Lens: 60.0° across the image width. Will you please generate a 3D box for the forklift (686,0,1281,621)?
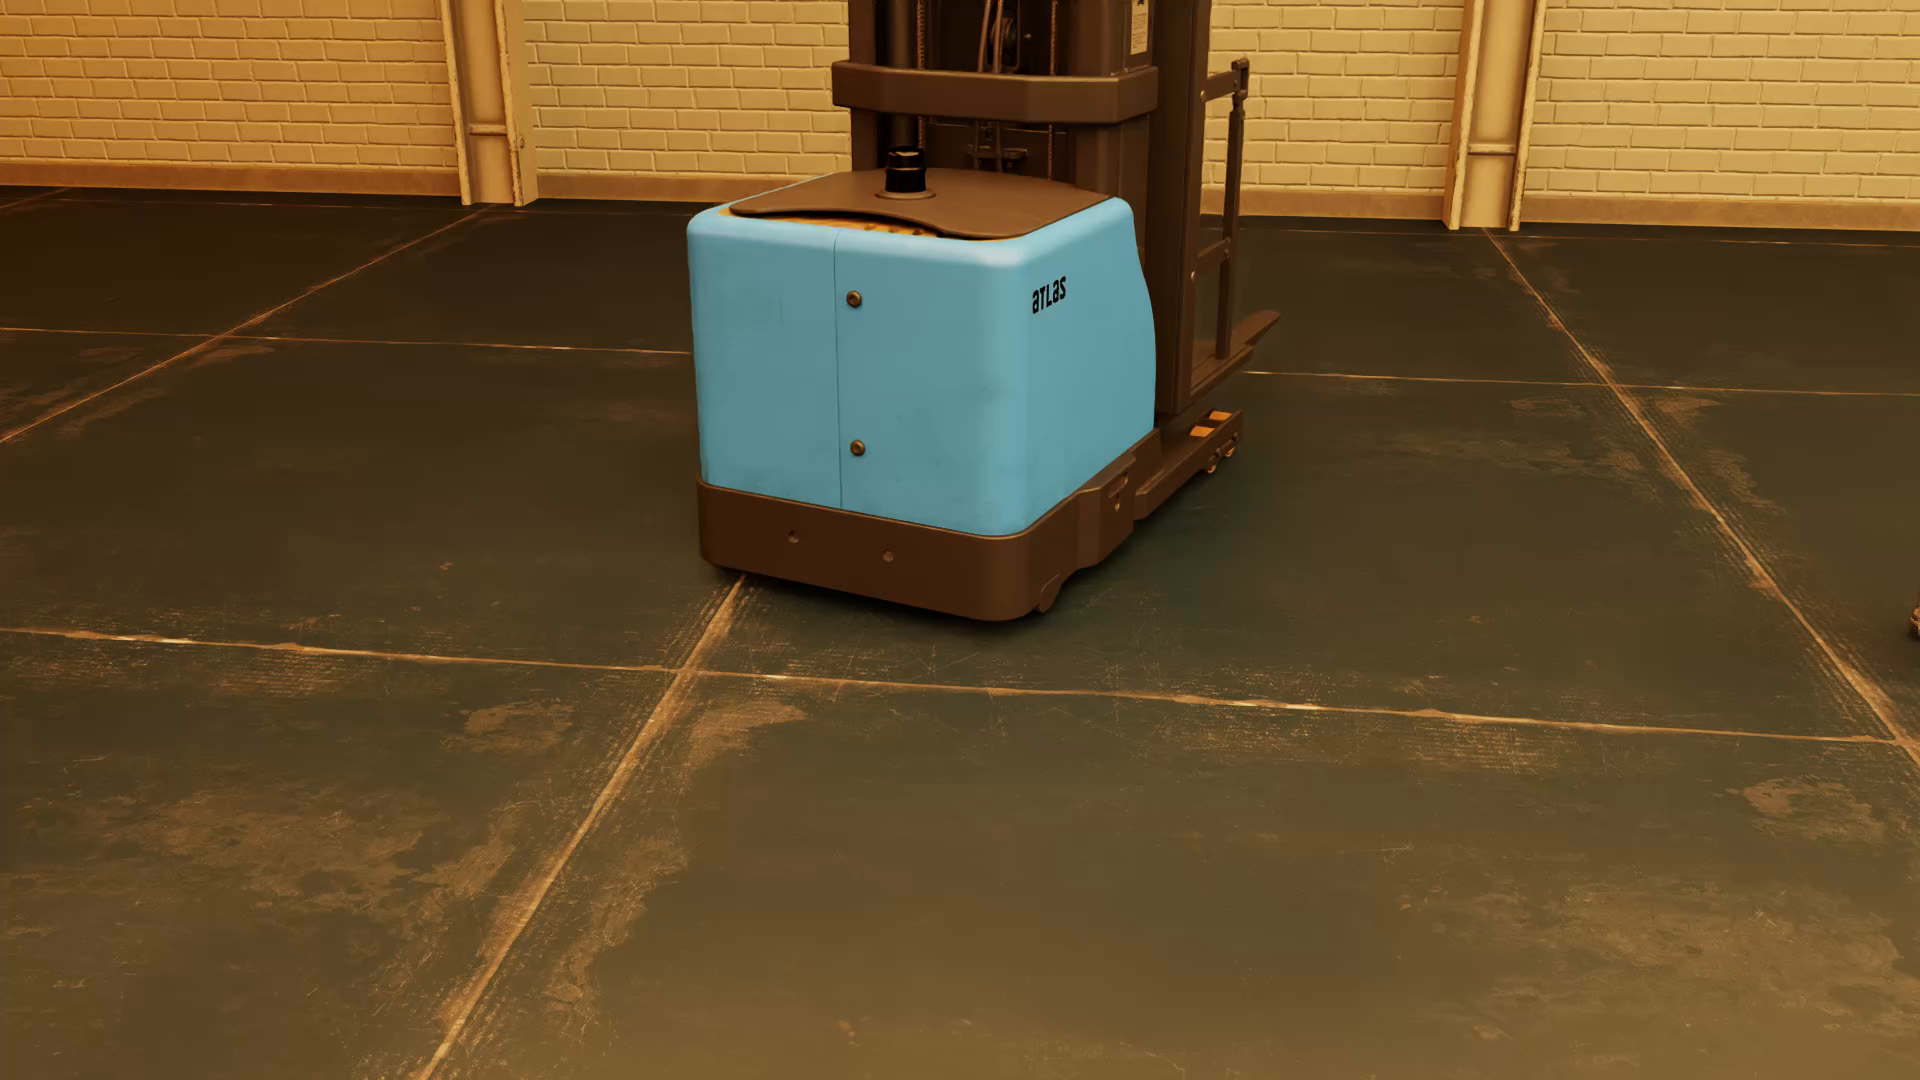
[{"bbox_3d":[0.354,-1.654,5.361,1.130,2.935,3.031,11,24,25],"label":"forklift"}]
